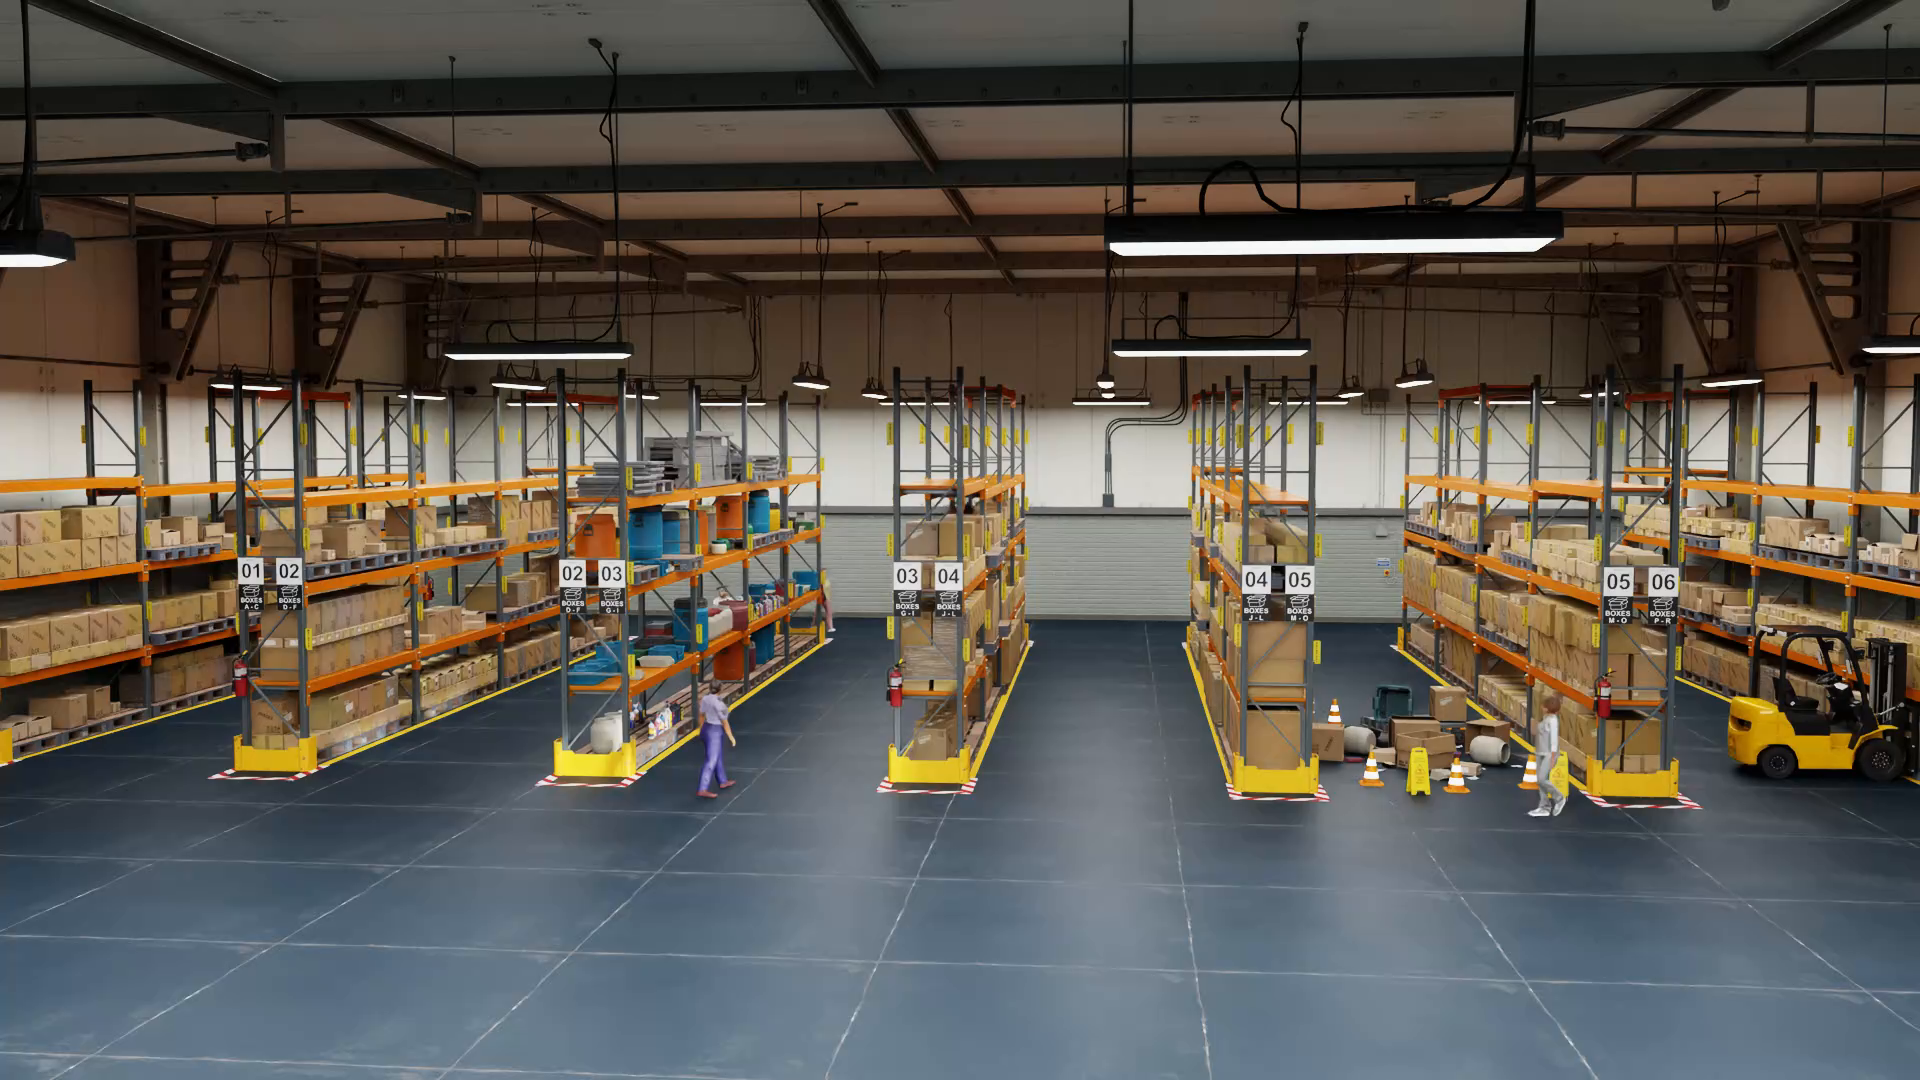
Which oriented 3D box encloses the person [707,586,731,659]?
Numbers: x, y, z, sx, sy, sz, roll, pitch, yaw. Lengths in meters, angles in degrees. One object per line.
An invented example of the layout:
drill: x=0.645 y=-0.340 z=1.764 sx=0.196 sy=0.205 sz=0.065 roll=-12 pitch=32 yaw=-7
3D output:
person: x=-5.338 y=1.839 z=37.597 sx=0.612 sy=1.641 sz=0.984 roll=2 pitch=4 yaw=27

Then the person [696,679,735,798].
person: x=-3.415 y=2.745 z=23.353 sx=0.814 sy=1.606 sz=0.699 roll=-2 pitch=4 yaw=-33

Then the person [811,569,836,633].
person: x=-3.478 y=1.547 z=42.574 sx=0.501 sy=1.624 sz=1.043 roll=-2 pitch=4 yaw=-28

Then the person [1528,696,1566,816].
person: x=7.703 y=2.837 z=21.766 sx=0.437 sy=1.594 sz=0.445 roll=-1 pitch=4 yaw=-14
